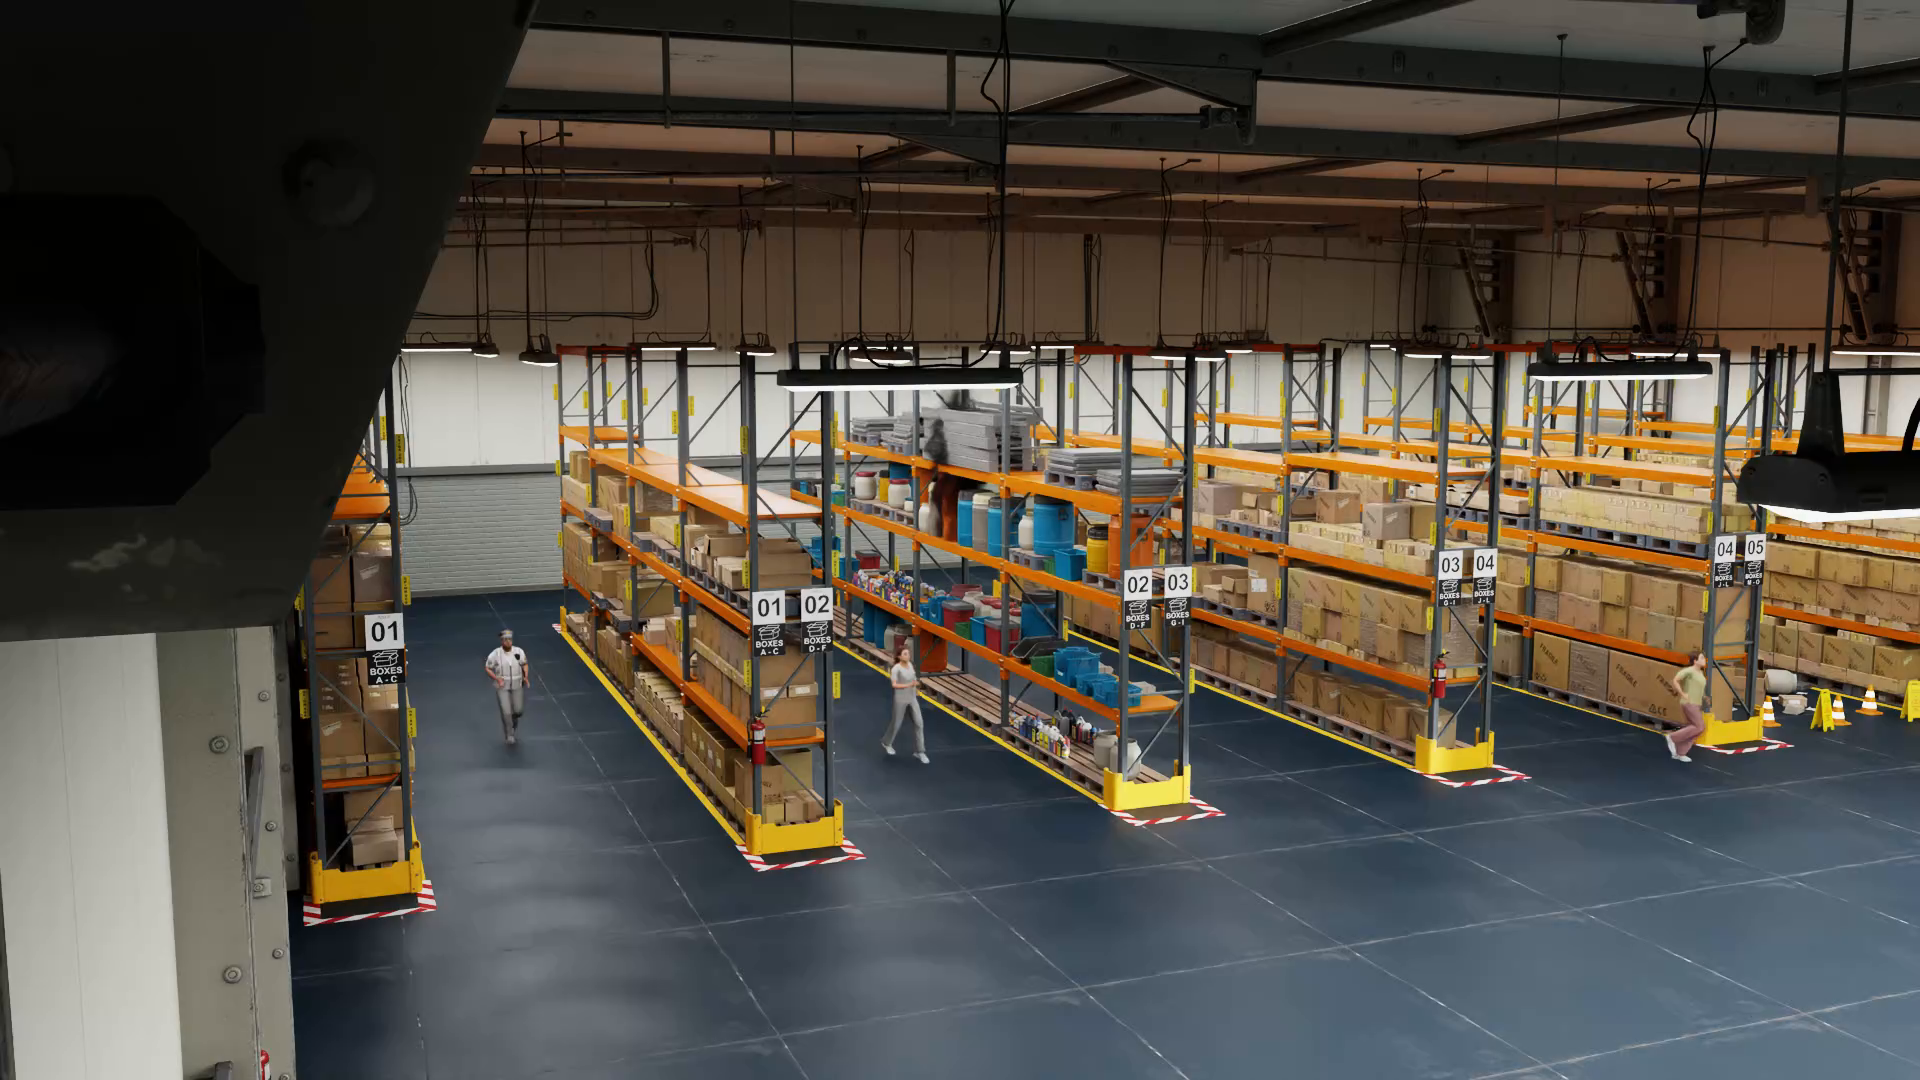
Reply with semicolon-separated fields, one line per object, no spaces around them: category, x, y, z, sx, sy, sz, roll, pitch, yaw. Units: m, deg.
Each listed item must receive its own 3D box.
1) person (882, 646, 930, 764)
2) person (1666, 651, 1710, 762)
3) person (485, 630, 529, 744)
person;-0.814;2.389;24.420;0.560;1.698;0.882;-6;9;-39
person;10.798;2.434;24.530;0.525;1.616;0.622;7;10;44
person;-6.955;2.235;25.599;0.665;1.746;0.603;-4;8;-27
